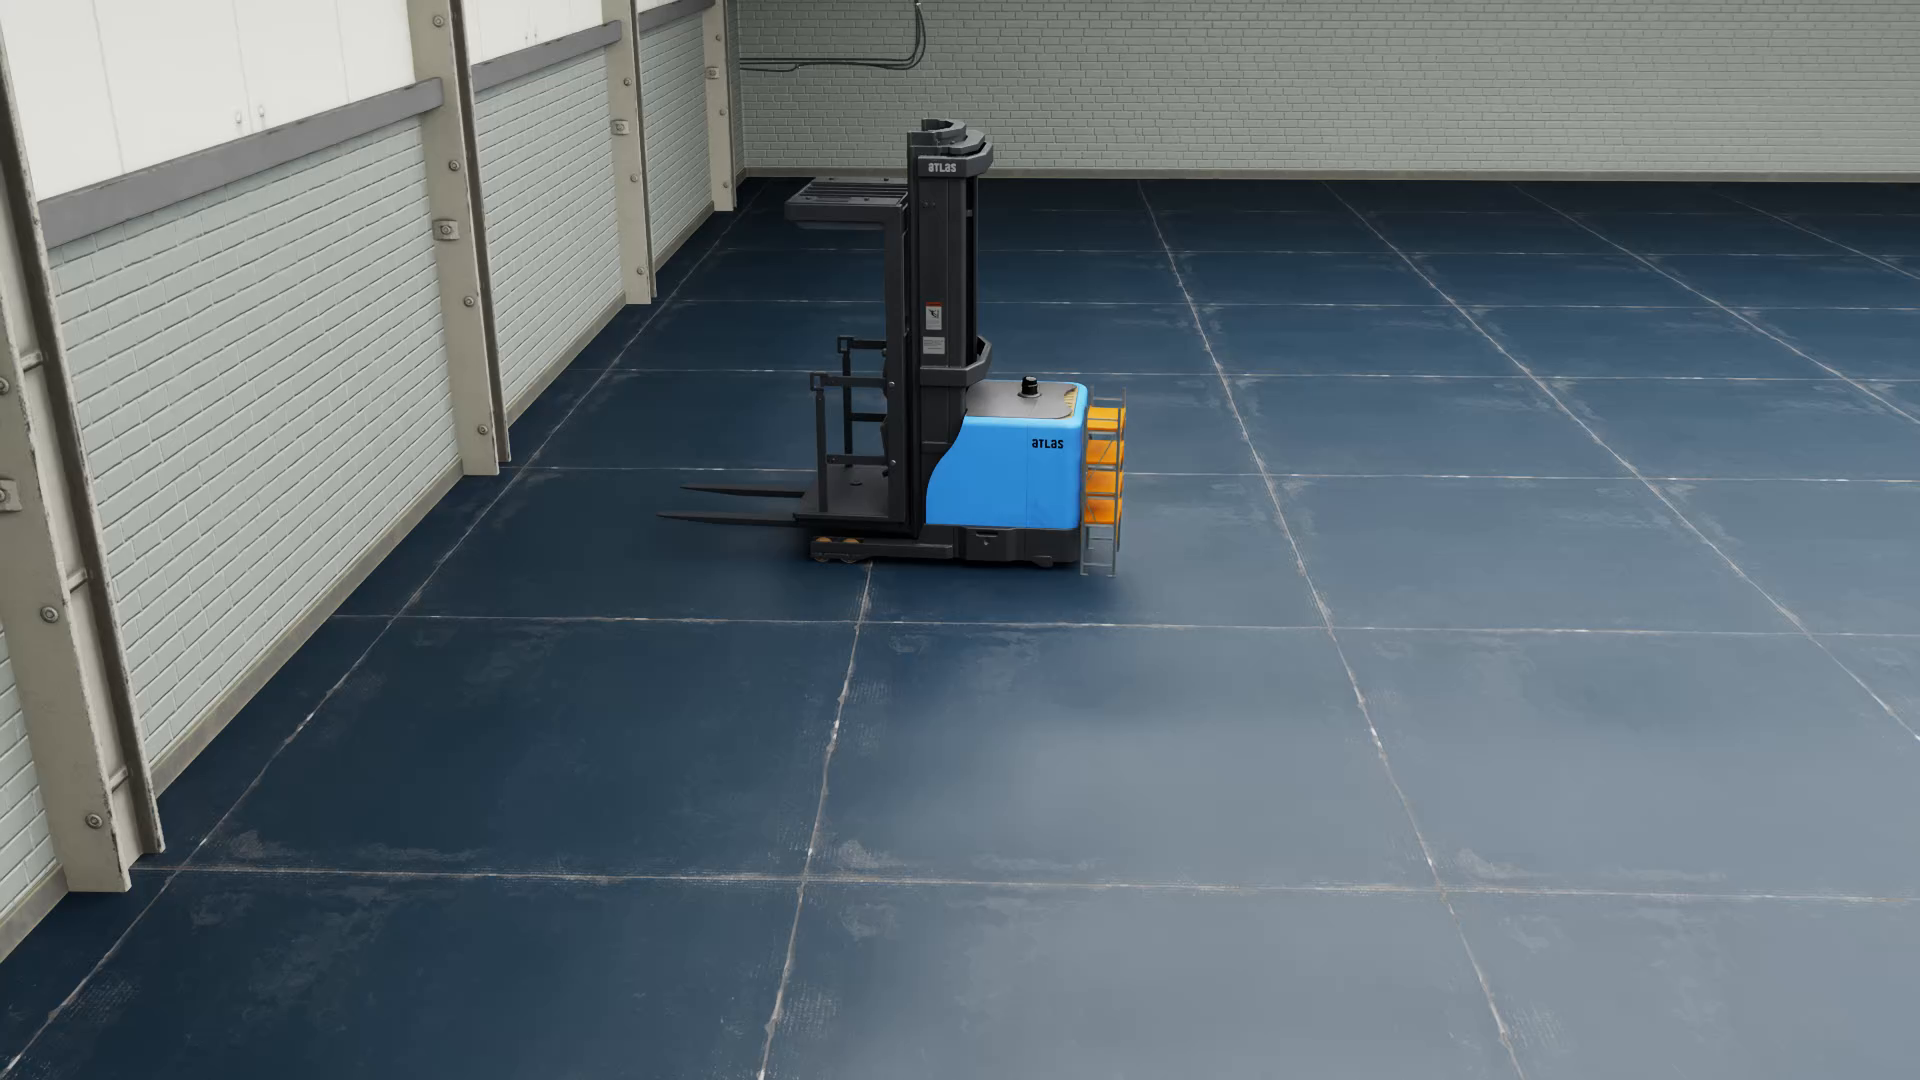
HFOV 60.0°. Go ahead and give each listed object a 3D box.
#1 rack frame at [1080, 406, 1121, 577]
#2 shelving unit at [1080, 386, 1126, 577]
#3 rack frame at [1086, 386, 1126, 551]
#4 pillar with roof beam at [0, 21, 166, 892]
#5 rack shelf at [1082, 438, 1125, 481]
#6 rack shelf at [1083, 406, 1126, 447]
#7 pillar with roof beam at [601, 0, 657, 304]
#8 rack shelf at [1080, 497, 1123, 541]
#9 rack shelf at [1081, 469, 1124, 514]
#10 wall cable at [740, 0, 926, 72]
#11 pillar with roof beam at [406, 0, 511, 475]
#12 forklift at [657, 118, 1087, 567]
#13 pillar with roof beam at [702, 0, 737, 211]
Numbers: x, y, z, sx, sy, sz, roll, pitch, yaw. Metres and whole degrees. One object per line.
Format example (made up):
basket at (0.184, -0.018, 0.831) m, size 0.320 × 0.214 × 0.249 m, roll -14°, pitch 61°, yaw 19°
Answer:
rack frame at (0.943, -0.314, 11.179) m, size 0.240 × 1.200 × 0.015 m, roll 3°, pitch 21°, yaw 8°
shelving unit at (0.980, -0.401, 11.404) m, size 0.258 × 1.200 × 0.503 m, roll 3°, pitch 21°, yaw 8°
rack frame at (1.018, -0.488, 11.629) m, size 0.240 × 1.200 × 0.015 m, roll 3°, pitch 21°, yaw 8°
pillar with roof beam at (0.252, -2.574, 6.221) m, size 9.100 × 9.000 × 0.400 m, roll 1°, pitch 21°, yaw 2°
rack shelf at (0.980, -0.547, 11.347) m, size 0.258 × 0.148 × 0.480 m, roll 3°, pitch 21°, yaw 8°
rack shelf at (0.980, -0.767, 11.262) m, size 0.258 × 0.148 × 0.480 m, roll 3°, pitch 21°, yaw 8°
pillar with roof beam at (0.617, -6.912, 17.404) m, size 9.100 × 9.000 × 0.400 m, roll 1°, pitch 21°, yaw 2°
rack shelf at (0.980, -0.153, 11.500) m, size 0.258 × 0.148 × 0.480 m, roll 3°, pitch 21°, yaw 8°
rack shelf at (0.980, -0.338, 11.428) m, size 0.258 × 0.148 × 0.480 m, roll 3°, pitch 21°, yaw 8°
wall cable at (-2.092, -8.732, 26.386) m, size 3.097 × 2.526 × 0.112 m, roll 1°, pitch 21°, yaw 2°
pillar with roof beam at (0.434, -4.743, 11.813) m, size 9.100 × 9.000 × 0.400 m, roll 1°, pitch 21°, yaw 2°
forklift at (-0.625, -1.393, 11.567) m, size 3.031 × 2.935 × 1.130 m, roll 2°, pitch 21°, yaw 6°
pillar with roof beam at (0.799, -9.082, 22.995) m, size 9.100 × 9.000 × 0.400 m, roll 1°, pitch 21°, yaw 2°
